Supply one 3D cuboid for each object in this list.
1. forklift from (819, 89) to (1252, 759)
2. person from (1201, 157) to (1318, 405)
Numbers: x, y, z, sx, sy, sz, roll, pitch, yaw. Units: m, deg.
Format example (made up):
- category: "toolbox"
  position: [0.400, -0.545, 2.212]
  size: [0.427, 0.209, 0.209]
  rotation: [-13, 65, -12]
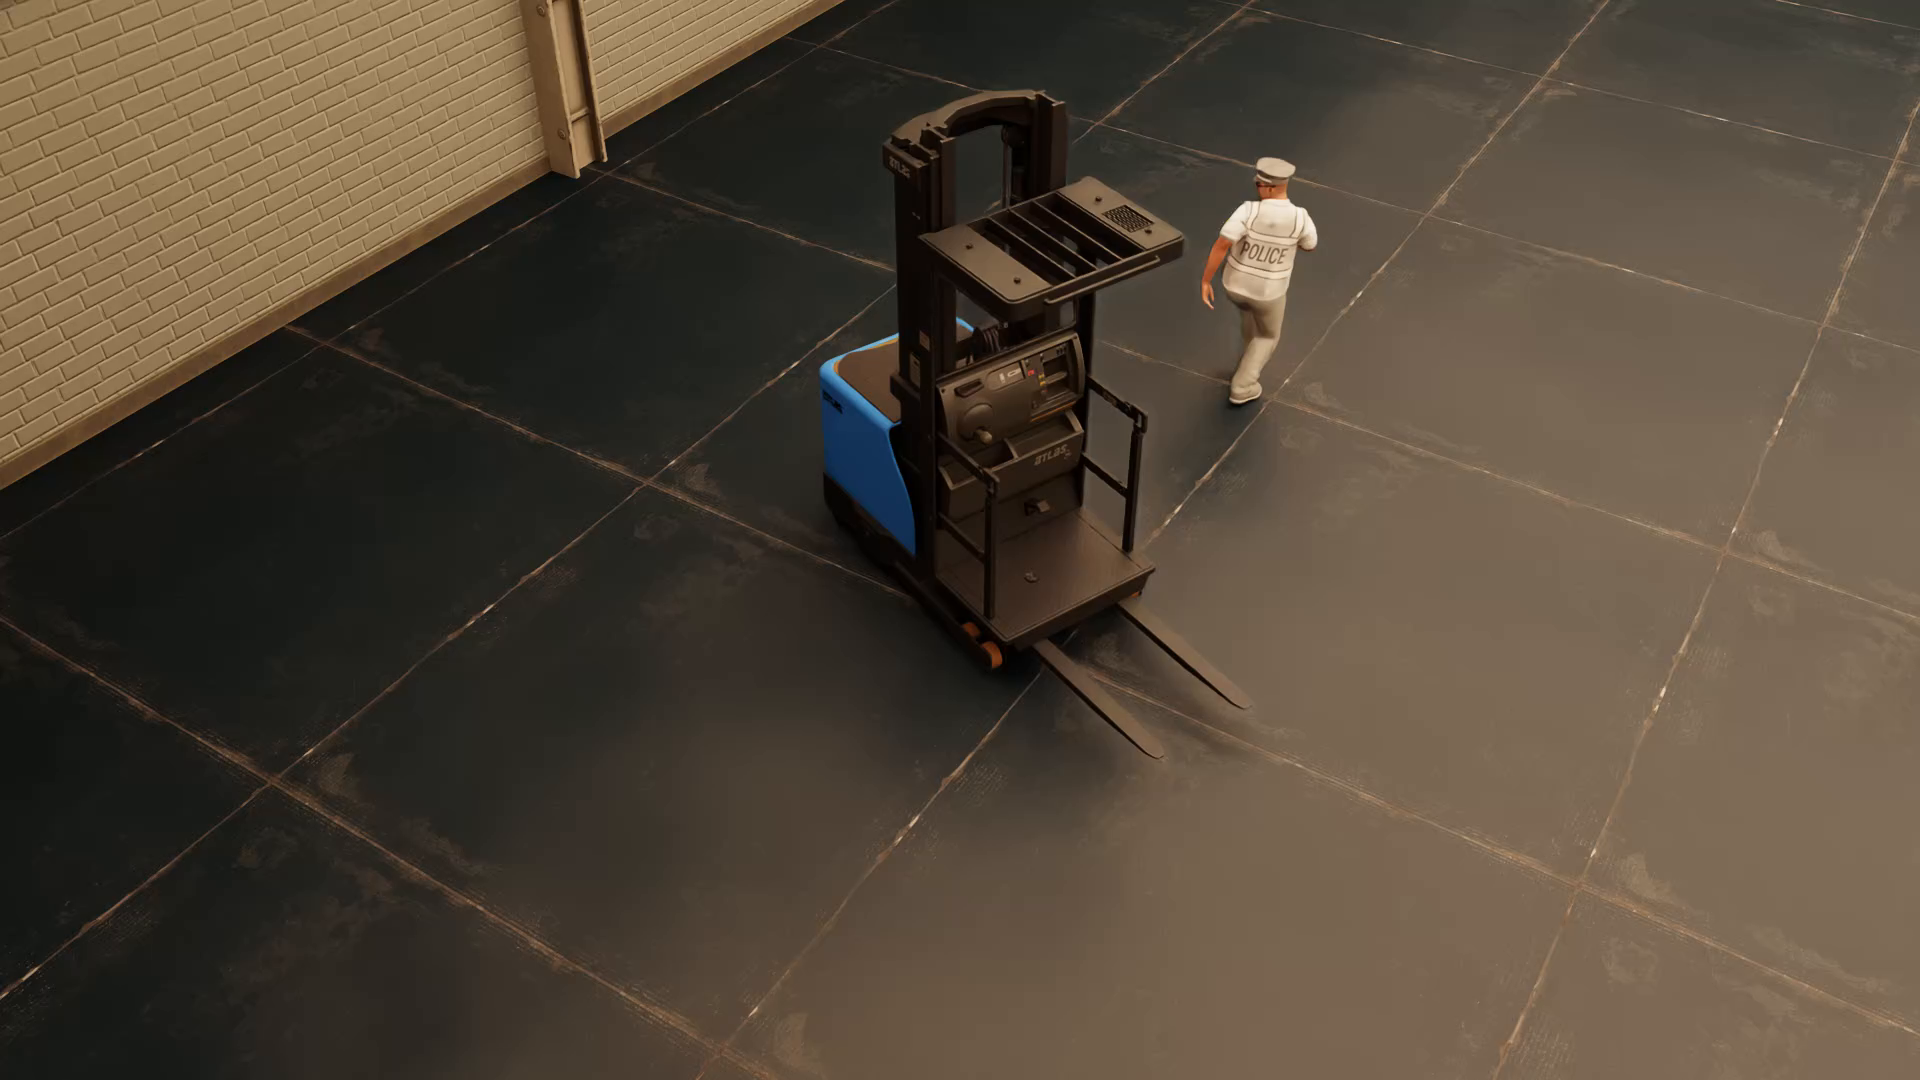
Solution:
- category: "forklift"
  position: [0.411, -0.744, 8.844]
  size: [1.130, 2.935, 3.031]
  rotation: [-25, 46, -26]
- category: "person"
  position: [1.997, -1.693, 10.977]
  size: [0.579, 1.735, 0.915]
  rotation: [20, 44, 22]
